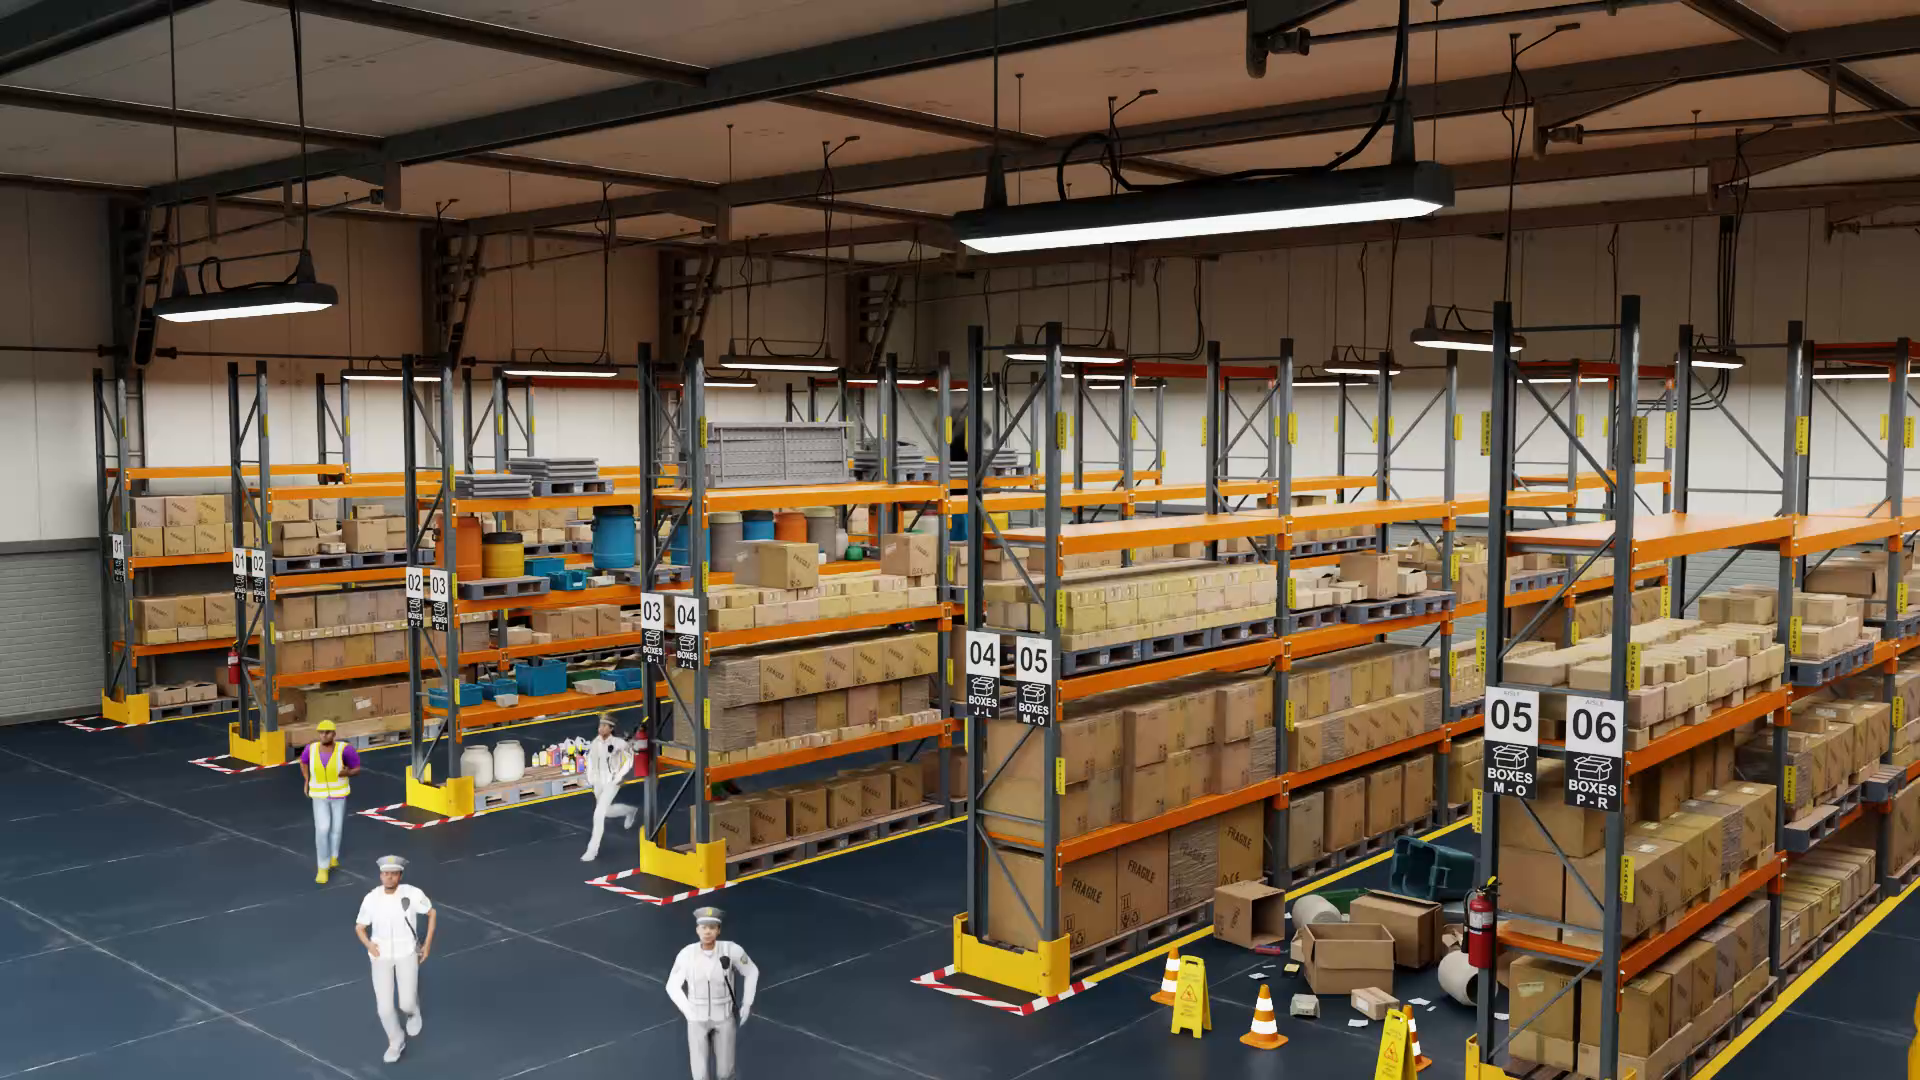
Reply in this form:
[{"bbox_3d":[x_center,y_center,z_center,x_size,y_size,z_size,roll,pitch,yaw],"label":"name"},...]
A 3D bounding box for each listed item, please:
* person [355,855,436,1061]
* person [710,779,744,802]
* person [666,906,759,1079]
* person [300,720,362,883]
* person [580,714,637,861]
[{"bbox_3d":[-4.551,3.358,13.396,0.613,1.655,0.572,-1,4,-12],"label":"person"},{"bbox_3d":[-3.031,2.693,21.133,0.661,1.790,0.969,3,5,38],"label":"person"},{"bbox_3d":[-1.790,3.459,11.997,0.658,1.661,0.561,0,4,-4],"label":"person"},{"bbox_3d":[-7.077,2.923,18.729,0.661,1.836,0.767,-2,4,-20],"label":"person"},{"bbox_3d":[-4.182,2.895,19.801,0.592,1.694,1.025,3,5,33],"label":"person"}]
